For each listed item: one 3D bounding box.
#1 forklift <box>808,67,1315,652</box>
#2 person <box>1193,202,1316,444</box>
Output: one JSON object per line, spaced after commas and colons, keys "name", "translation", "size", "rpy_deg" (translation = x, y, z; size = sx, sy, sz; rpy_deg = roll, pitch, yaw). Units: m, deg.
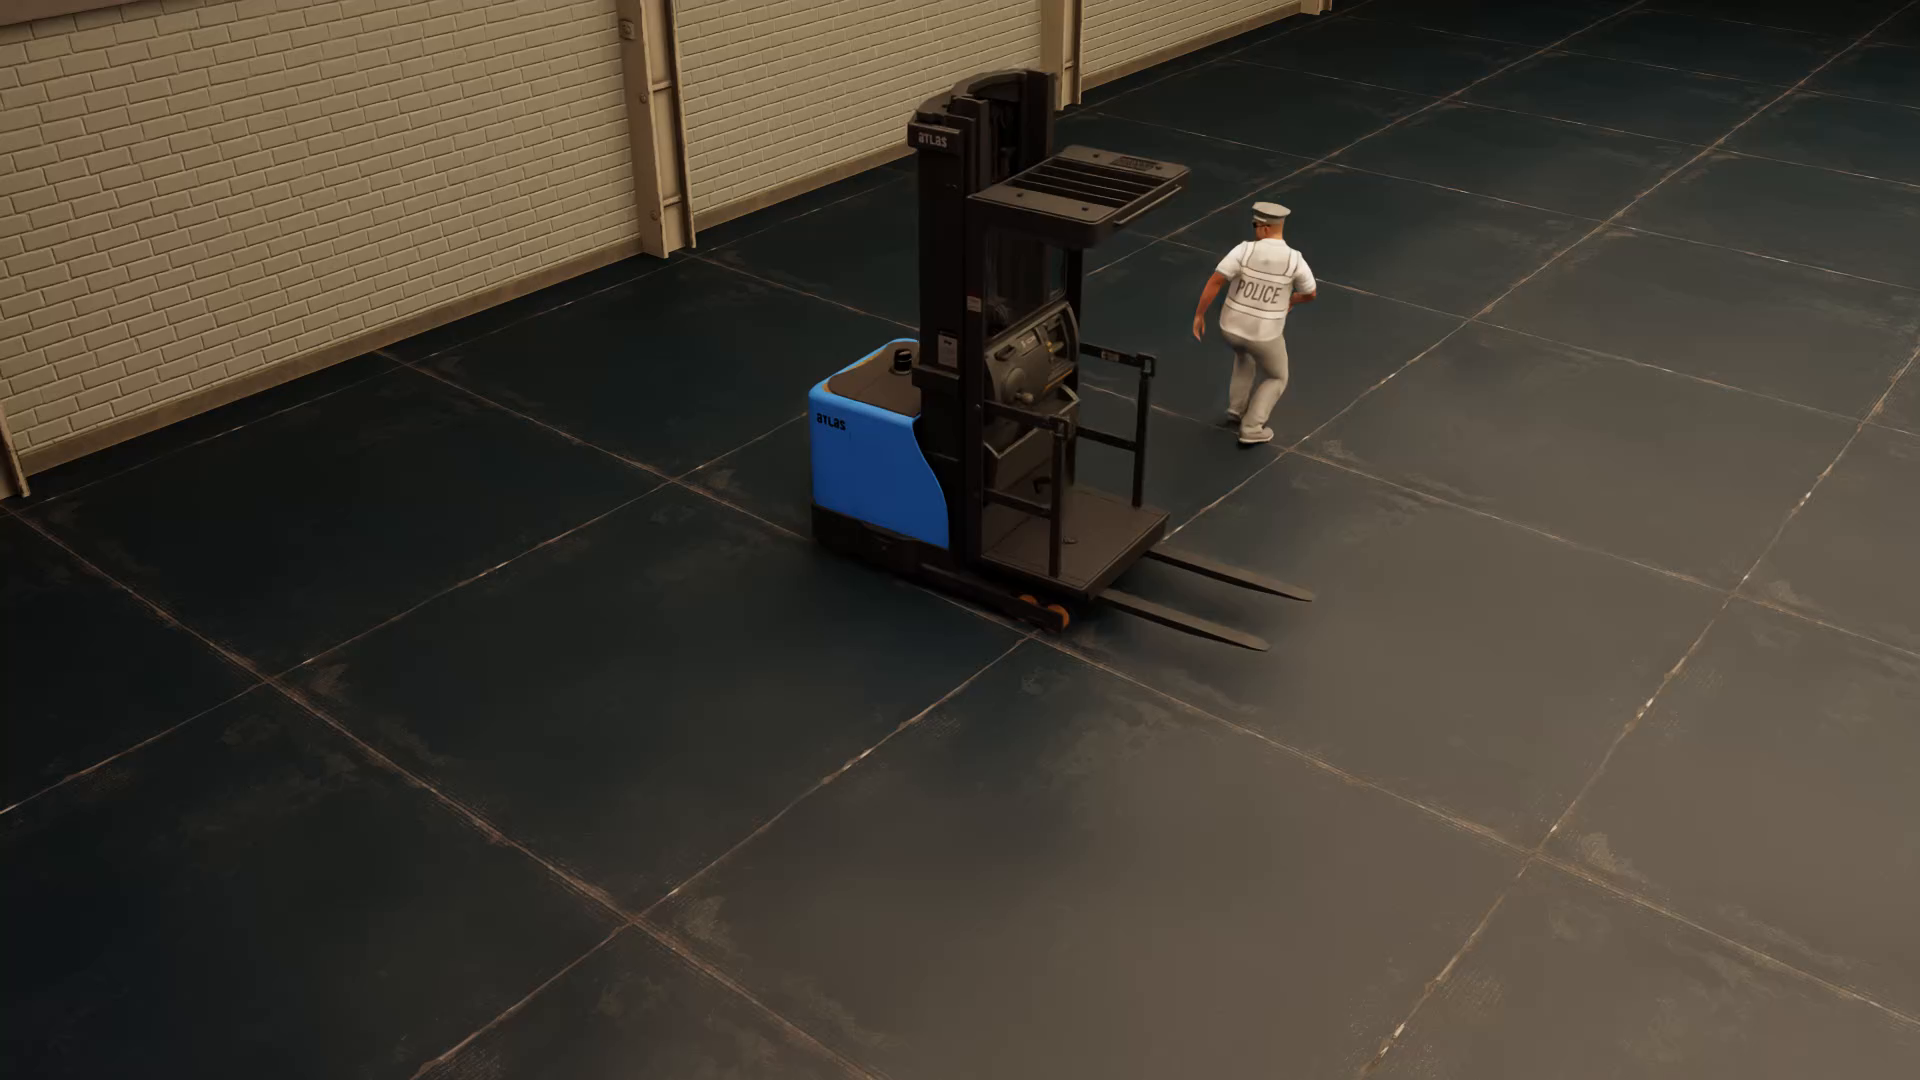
{"name": "forklift", "translation": [0.588, -1.032, 9.362], "size": [3.031, 2.935, 1.130], "rpy_deg": [18, 35, 28]}
{"name": "person", "translation": [2.034, -1.442, 11.364], "size": [0.674, 1.742, 0.773], "rpy_deg": [18, 35, 27]}
